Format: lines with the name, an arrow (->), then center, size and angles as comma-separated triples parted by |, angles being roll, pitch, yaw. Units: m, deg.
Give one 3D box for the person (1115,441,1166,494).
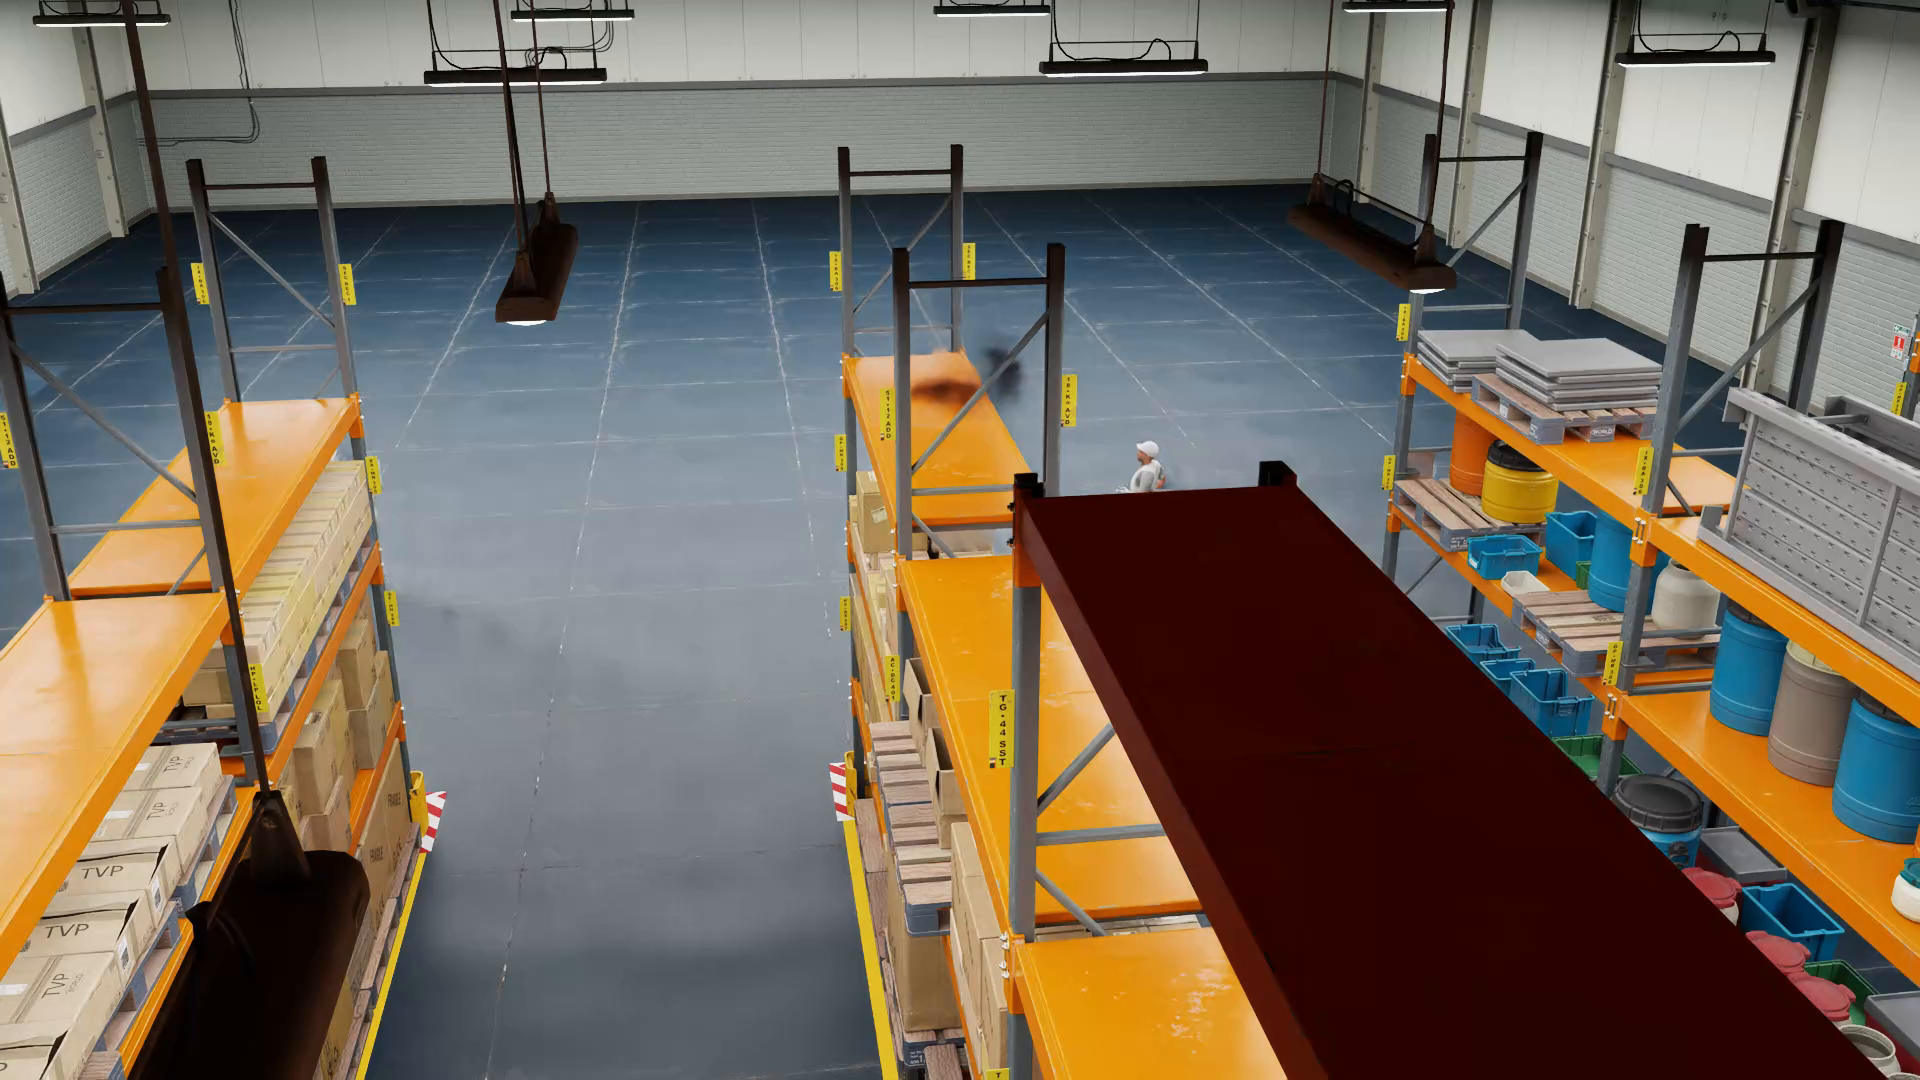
person -> 2.245, -0.362, 20.174 | 0.868, 1.760, 0.669 | 6, 22, 14
